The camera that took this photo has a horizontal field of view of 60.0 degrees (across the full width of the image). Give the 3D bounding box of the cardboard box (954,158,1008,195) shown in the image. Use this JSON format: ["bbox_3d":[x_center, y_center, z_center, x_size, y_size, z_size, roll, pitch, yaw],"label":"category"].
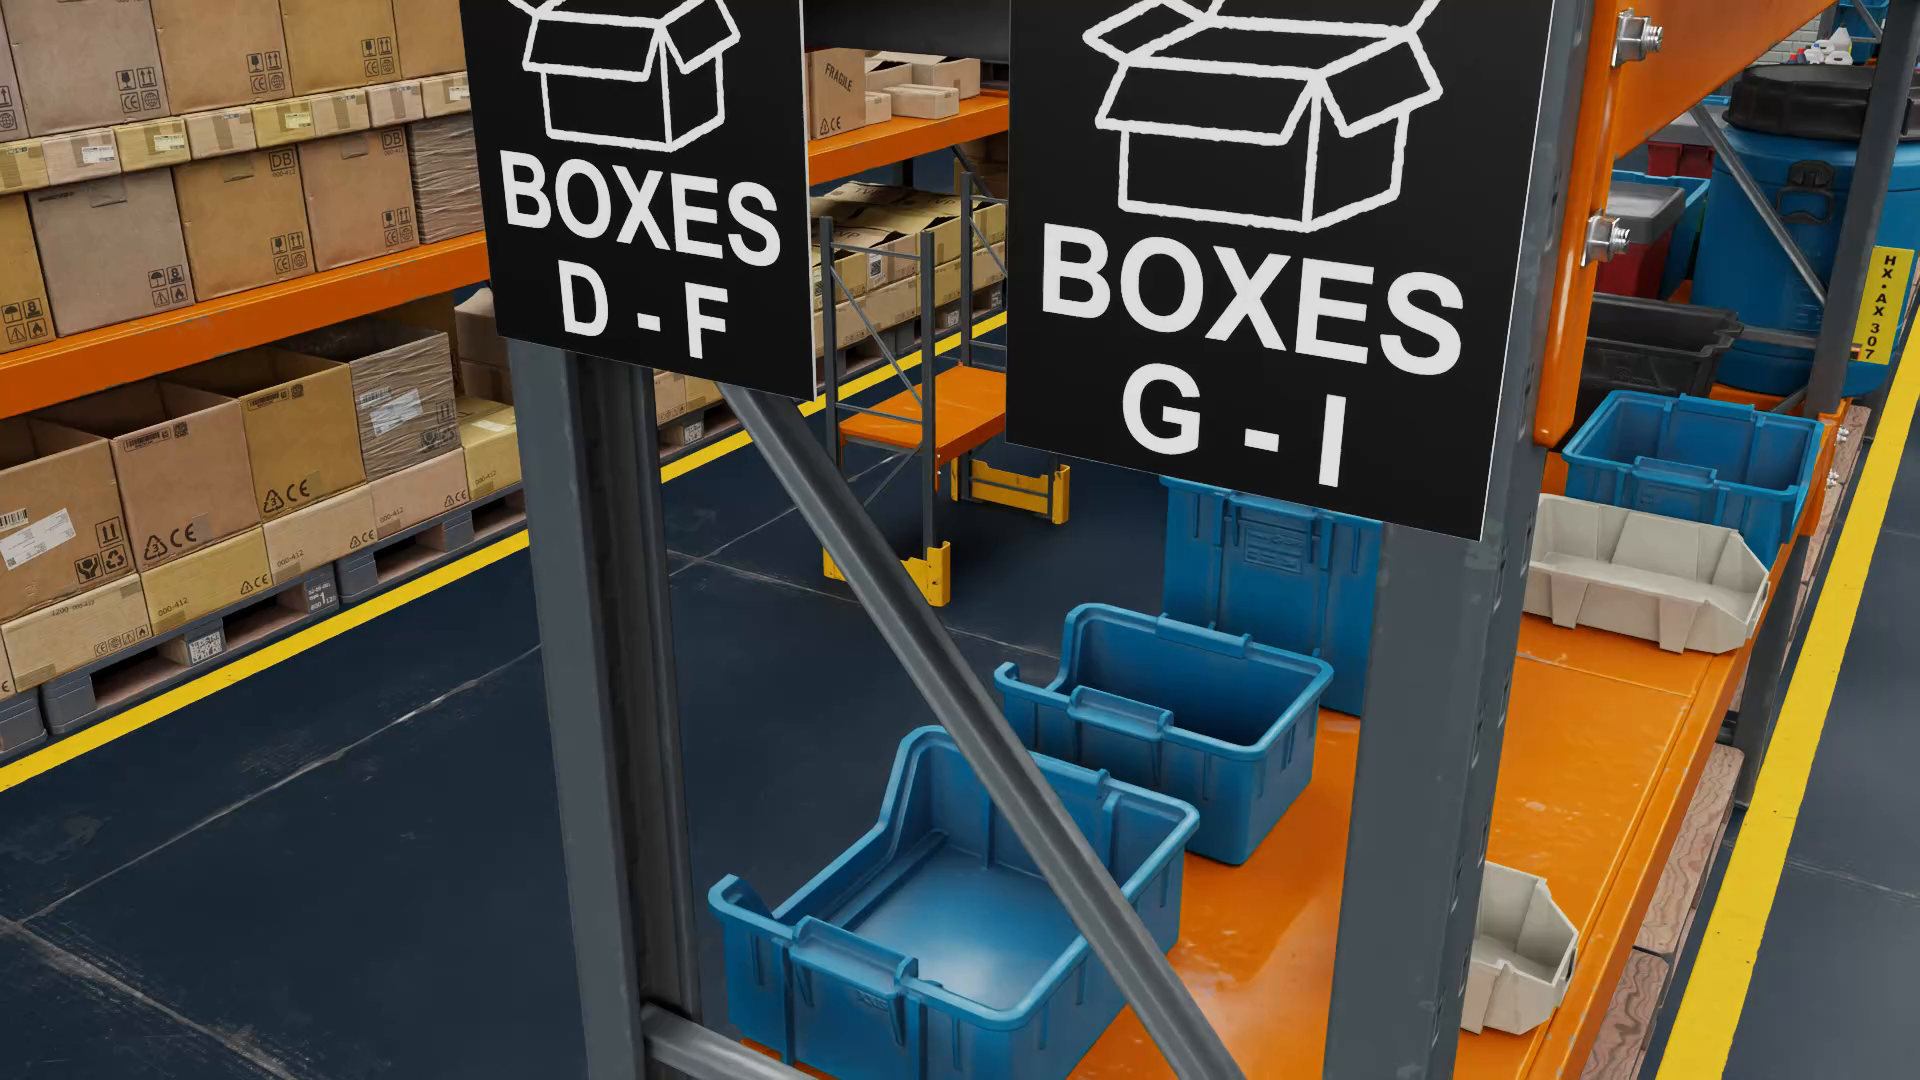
[{"bbox_3d":[0.302,-2.453,11.734,0.500,0.500,0.500,15,28,31],"label":"cardboard box"}]

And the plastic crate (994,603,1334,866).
[{"bbox_3d":[0.352,0.324,2.913,0.499,0.251,0.408,14,27,29],"label":"plastic crate"}]

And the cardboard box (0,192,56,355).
[{"bbox_3d":[-3.415,-0.879,5.379,0.700,0.500,0.500,14,27,29],"label":"cardboard box"}]

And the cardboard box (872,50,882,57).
[{"bbox_3d":[-1.070,-5.039,17.732,0.700,0.500,0.500,15,27,30],"label":"cardboard box"}]

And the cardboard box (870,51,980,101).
[{"bbox_3d":[-0.221,-2.879,10.238,0.500,0.311,0.500,16,28,32],"label":"cardboard box"}]

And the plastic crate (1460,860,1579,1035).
[{"bbox_3d":[0.740,0.592,2.439,0.298,0.136,0.250,14,27,29],"label":"plastic crate"}]

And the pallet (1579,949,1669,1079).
[{"bbox_3d":[1.072,1.267,4.059,1.003,0.211,1.213,14,27,29],"label":"pallet"}]

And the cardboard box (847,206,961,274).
[{"bbox_3d":[-0.327,-1.817,9.898,0.500,0.311,0.500,13,27,28],"label":"cardboard box"}]

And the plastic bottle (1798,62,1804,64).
[{"bbox_3d":[4.888,-2.647,9.736,0.061,0.283,0.133,14,27,29],"label":"plastic bottle"}]

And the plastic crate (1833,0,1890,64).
[{"bbox_3d":[6.281,-3.594,11.720,0.392,0.384,0.575,14,27,29],"label":"plastic crate"}]

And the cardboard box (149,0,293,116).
[{"bbox_3d":[-2.860,-1.834,5.952,0.700,0.500,0.500,14,27,29],"label":"cardboard box"}]

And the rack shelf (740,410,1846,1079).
[{"bbox_3d":[1.050,0.361,3.547,1.077,0.370,4.000,14,27,29],"label":"rack shelf"}]

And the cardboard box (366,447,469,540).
[{"bbox_3d":[-2.433,-0.246,6.974,0.500,0.250,0.500,14,27,29],"label":"cardboard box"}]

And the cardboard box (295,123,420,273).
[{"bbox_3d":[-2.603,-1.399,6.580,0.700,0.500,0.500,14,27,28],"label":"cardboard box"}]

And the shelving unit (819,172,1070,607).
[{"bbox_3d":[-0.040,-0.663,6.893,0.587,1.500,1.083,14,27,29],"label":"shelving unit"}]

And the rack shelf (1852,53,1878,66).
[{"bbox_3d":[7.380,-3.689,12.902,1.077,0.370,4.000,14,27,29],"label":"rack shelf"}]

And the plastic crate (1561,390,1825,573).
[{"bbox_3d":[1.752,-0.146,3.998,0.499,0.251,0.616,14,27,29],"label":"plastic crate"}]

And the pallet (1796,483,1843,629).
[{"bbox_3d":[3.129,-0.051,7.103,1.003,0.211,1.213,14,27,29],"label":"pallet"}]

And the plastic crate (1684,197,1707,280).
[{"bbox_3d":[2.784,-1.194,6.499,0.450,0.188,0.662,14,27,29],"label":"plastic crate"}]

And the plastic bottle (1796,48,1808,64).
[{"bbox_3d":[4.956,-2.736,9.856,0.144,0.351,0.185,14,27,29],"label":"plastic bottle"}]

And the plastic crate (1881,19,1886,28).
[{"bbox_3d":[6.988,-3.902,12.744,0.293,0.136,0.466,14,27,29],"label":"plastic crate"}]

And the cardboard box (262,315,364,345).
[{"bbox_3d":[-2.869,-0.697,7.074,0.500,0.500,0.500,14,27,29],"label":"cardboard box"}]

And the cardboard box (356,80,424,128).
[{"bbox_3d":[-2.331,-1.719,6.502,0.380,0.149,0.250,13,27,27],"label":"cardboard box"}]

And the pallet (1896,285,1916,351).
[{"bbox_3d":[5.239,-1.400,10.218,1.003,0.211,1.213,14,27,29],"label":"pallet"}]

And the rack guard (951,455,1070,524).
[{"bbox_3d":[0.222,-0.257,7.529,0.587,0.250,0.087,14,27,29],"label":"rack guard"}]

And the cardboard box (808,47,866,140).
[{"bbox_3d":[-0.863,-2.510,9.146,0.500,0.500,0.500,12,26,26],"label":"cardboard box"}]

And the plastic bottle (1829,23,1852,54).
[{"bbox_3d":[5.842,-3.257,11.061,0.144,0.351,0.185,14,27,29],"label":"plastic bottle"}]

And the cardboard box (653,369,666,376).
[{"bbox_3d":[-1.672,-0.959,7.917,0.500,0.311,0.500,14,27,29],"label":"cardboard box"}]

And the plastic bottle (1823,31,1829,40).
[{"bbox_3d":[5.769,-3.257,11.144,0.061,0.283,0.133,14,27,29],"label":"plastic bottle"}]

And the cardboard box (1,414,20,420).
[{"bbox_3d":[-3.666,-0.193,5.908,0.500,0.500,0.500,14,27,29],"label":"cardboard box"}]

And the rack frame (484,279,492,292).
[{"bbox_3d":[-2.101,-1.684,7.364,1.000,3.000,0.127,14,27,29],"label":"rack frame"}]

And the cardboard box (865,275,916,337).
[{"bbox_3d":[-0.599,-1.392,9.623,0.500,0.250,0.500,15,27,30],"label":"cardboard box"}]

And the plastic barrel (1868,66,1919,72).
[{"bbox_3d":[4.227,-1.837,7.546,0.600,0.536,0.708,14,27,29],"label":"plastic barrel"}]

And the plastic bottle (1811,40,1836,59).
[{"bbox_3d":[5.564,-3.088,10.763,0.152,0.276,0.135,14,27,29],"label":"plastic bottle"}]

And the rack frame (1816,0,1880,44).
[{"bbox_3d":[6.325,-3.345,11.200,1.000,3.000,0.127,14,27,29],"label":"rack frame"}]

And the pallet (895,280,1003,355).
[{"bbox_3d":[-0.459,-1.484,10.413,1.003,0.211,1.213,14,27,29],"label":"pallet"}]

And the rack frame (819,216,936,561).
[{"bbox_3d":[-0.313,-0.488,6.489,0.500,1.500,0.032,14,27,29],"label":"rack frame"}]

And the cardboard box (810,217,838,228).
[{"bbox_3d":[-1.058,-1.756,9.757,0.500,0.311,0.500,13,27,28],"label":"cardboard box"}]

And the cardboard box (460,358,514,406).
[{"bbox_3d":[-2.129,-0.815,8.290,0.500,0.250,0.500,14,27,28],"label":"cardboard box"}]

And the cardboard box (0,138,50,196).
[{"bbox_3d":[-3.144,-1.200,5.303,0.380,0.149,0.250,13,27,28],"label":"cardboard box"}]

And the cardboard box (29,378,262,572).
[{"bbox_3d":[-2.946,-0.249,6.038,0.500,0.500,0.500,14,27,29],"label":"cardboard box"}]

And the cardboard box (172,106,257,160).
[{"bbox_3d":[-2.734,-1.462,5.910,0.380,0.149,0.250,15,27,30],"label":"cardboard box"}]

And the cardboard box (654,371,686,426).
[{"bbox_3d":[-1.678,-0.699,8.021,0.500,0.250,0.500,13,27,28],"label":"cardboard box"}]

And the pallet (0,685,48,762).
[{"bbox_3d":[-3.844,0.679,5.416,1.003,0.211,1.213,14,27,29],"label":"pallet"}]

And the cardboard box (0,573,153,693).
[{"bbox_3d":[-3.215,0.263,5.800,0.500,0.250,0.500,14,27,29],"label":"cardboard box"}]

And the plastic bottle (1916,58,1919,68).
[{"bbox_3d":[5.746,-2.766,10.025,0.097,0.271,0.097,0,23,0],"label":"plastic bottle"}]

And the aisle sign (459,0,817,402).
[{"bbox_3d":[-0.296,-0.525,1.416,0.394,0.787,0.004,14,27,29],"label":"aisle sign"}]
